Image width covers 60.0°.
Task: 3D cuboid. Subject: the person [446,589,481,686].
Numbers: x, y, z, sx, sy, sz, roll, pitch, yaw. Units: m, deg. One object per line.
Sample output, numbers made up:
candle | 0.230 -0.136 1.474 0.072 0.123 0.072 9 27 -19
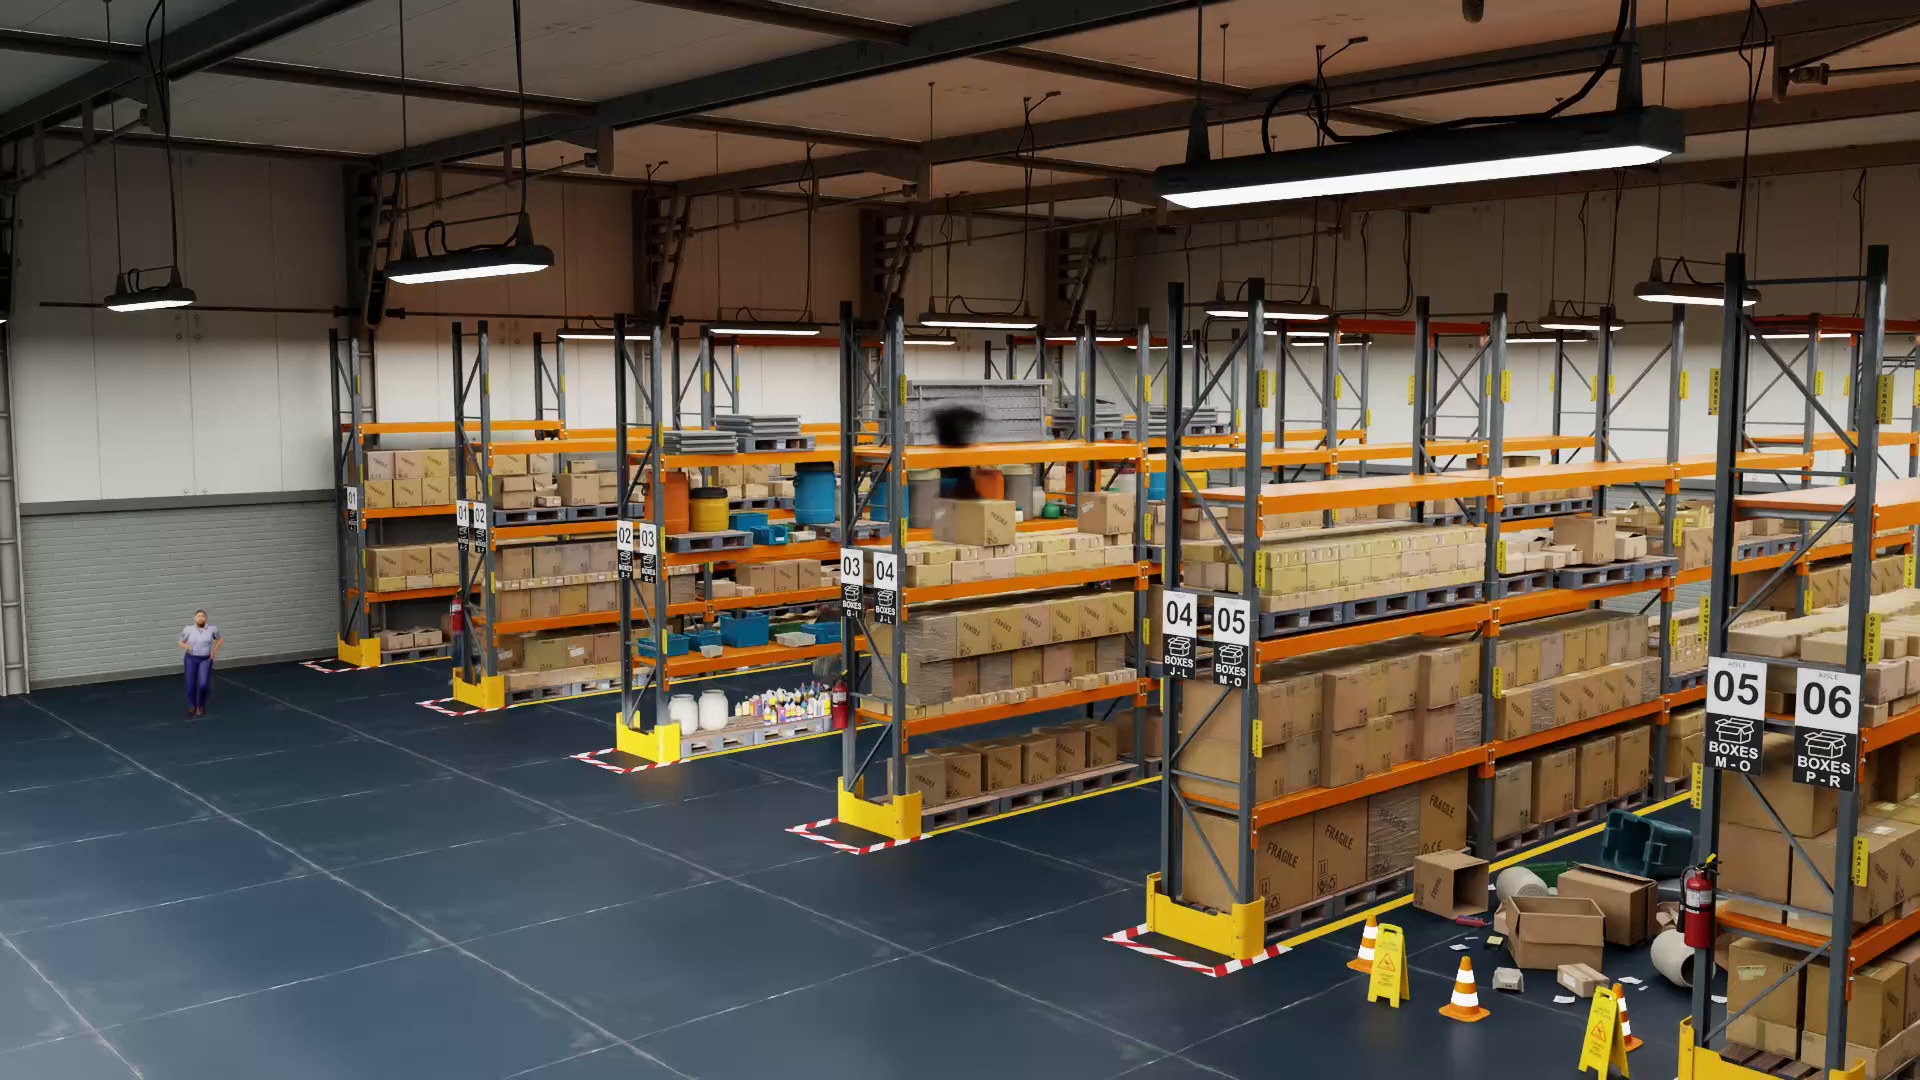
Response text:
person | -8.391 1.614 28.057 0.567 1.602 0.783 4 7 33

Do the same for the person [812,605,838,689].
person | -2.148 1.798 26.370 0.534 1.530 0.533 -4 7 -32

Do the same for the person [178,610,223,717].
person | -11.530 1.891 25.238 0.594 1.633 0.662 -2 6 -15
